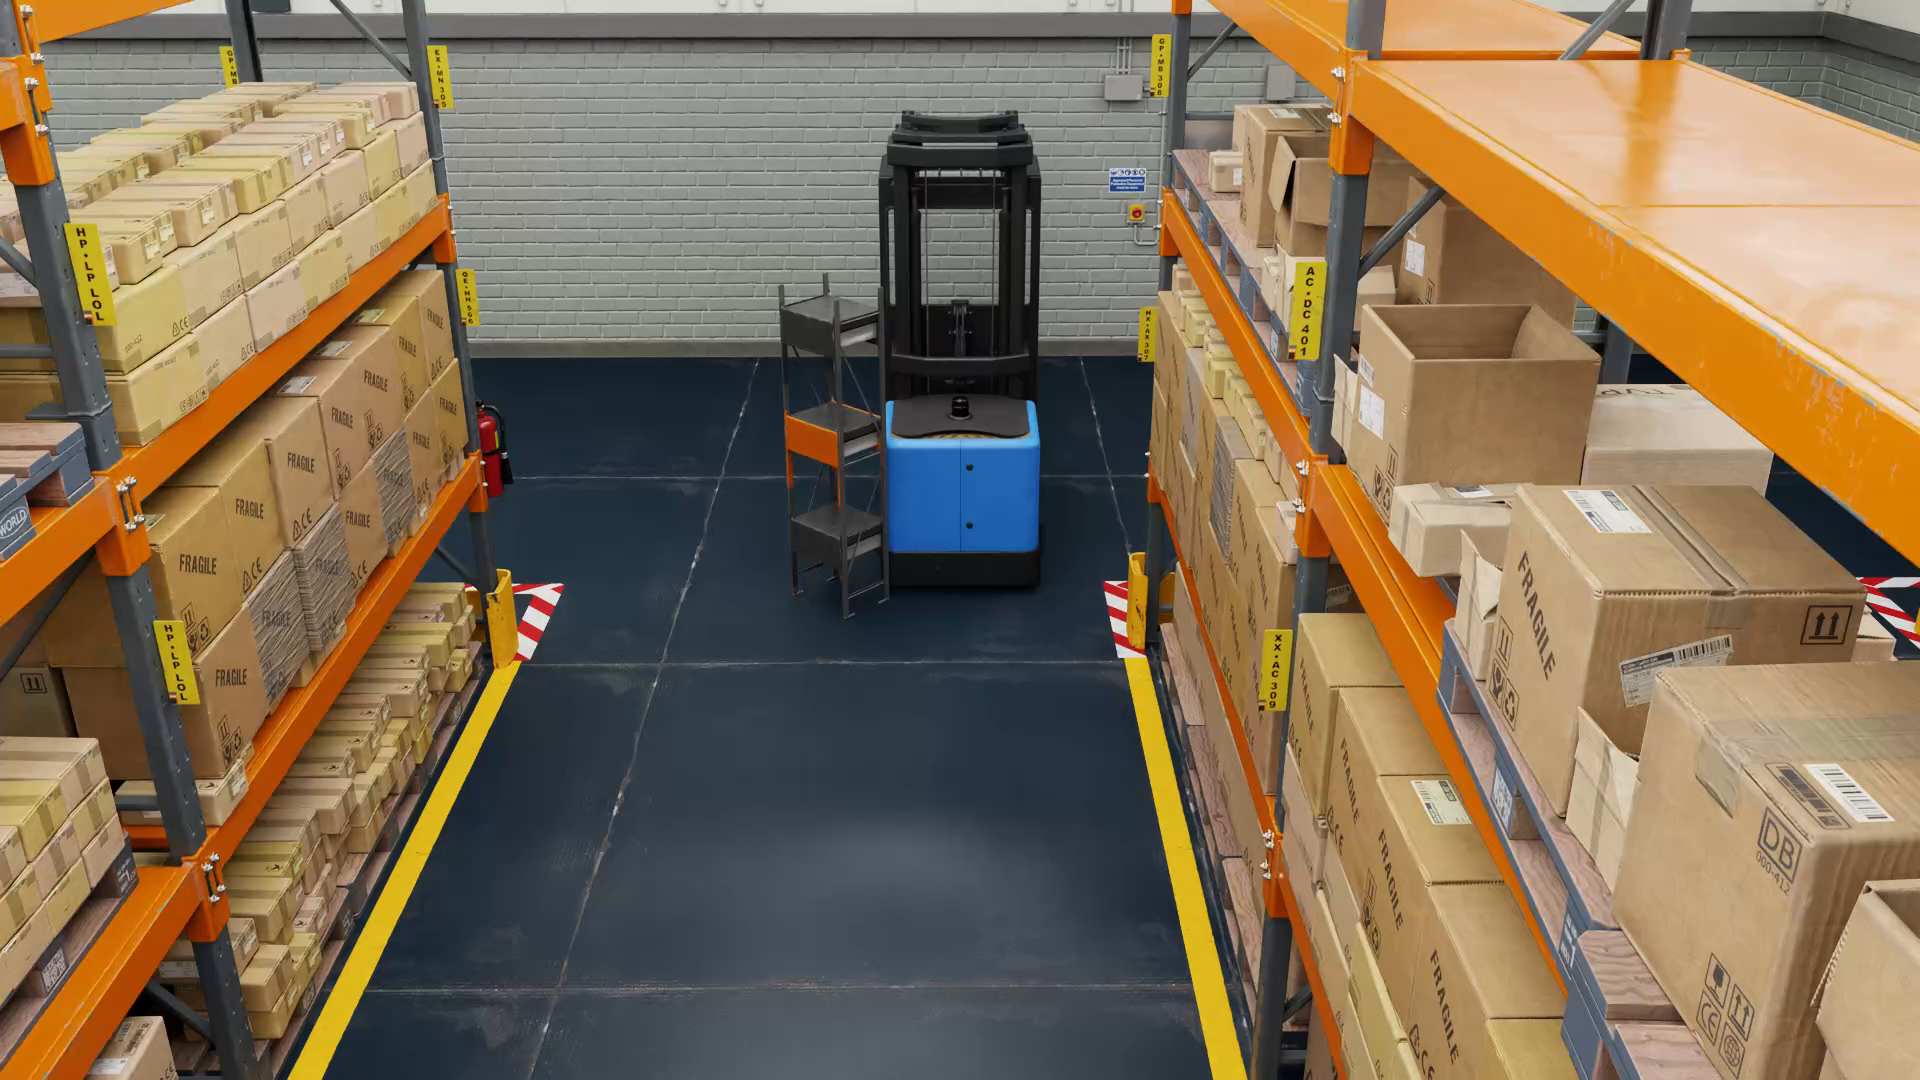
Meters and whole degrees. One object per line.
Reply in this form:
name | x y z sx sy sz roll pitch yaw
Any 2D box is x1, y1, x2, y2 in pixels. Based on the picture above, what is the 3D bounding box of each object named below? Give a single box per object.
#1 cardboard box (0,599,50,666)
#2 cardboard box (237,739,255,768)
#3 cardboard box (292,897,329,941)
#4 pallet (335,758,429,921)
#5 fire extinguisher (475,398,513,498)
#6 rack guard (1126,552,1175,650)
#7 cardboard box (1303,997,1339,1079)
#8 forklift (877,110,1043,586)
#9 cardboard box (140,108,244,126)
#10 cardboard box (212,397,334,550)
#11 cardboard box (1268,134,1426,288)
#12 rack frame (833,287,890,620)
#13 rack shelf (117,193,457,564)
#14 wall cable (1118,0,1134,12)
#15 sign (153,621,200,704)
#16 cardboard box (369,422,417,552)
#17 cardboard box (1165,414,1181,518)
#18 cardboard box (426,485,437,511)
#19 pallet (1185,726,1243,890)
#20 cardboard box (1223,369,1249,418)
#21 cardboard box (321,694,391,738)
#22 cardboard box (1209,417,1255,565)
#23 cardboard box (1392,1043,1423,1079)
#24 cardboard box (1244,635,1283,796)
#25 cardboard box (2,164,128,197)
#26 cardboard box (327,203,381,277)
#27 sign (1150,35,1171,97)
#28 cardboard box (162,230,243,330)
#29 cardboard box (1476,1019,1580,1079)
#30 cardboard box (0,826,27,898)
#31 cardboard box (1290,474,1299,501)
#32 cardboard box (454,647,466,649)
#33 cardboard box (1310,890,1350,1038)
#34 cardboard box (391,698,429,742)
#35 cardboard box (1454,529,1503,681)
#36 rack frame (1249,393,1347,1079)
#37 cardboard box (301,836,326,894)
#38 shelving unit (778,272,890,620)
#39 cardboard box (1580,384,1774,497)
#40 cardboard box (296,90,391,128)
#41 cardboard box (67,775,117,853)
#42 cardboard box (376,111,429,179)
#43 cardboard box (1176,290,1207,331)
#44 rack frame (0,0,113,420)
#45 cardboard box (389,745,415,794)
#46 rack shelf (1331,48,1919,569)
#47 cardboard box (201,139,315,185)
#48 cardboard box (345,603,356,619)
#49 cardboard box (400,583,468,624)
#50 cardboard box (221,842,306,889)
cardboard box | -3.544 0.129 6.130 0.500 0.500 0.500 -1 24 -2
cardboard box | -3.022 0.848 6.540 0.380 0.149 0.250 0 24 1
cardboard box | -3.009 1.702 7.297 0.380 0.149 0.250 0 24 -1
pallet | -3.328 1.448 8.293 1.003 0.211 1.213 0 24 -1
fire extinguisher | -2.854 -0.591 9.963 0.296 0.674 0.183 0 24 -1
rack guard | 1.636 0.375 10.315 1.175 0.500 0.348 0 24 -1
cardboard box | 1.767 1.926 5.921 0.875 0.875 0.875 0 24 1
forklift | -0.002 -1.595 11.720 1.130 2.935 3.031 0 24 0
cardboard box | -3.620 -1.946 7.865 0.380 0.149 0.250 0 24 0
cardboard box | -3.026 -0.287 7.049 0.500 0.500 0.500 0 24 0
cardboard box | 1.633 -1.312 6.615 0.797 0.503 0.637 2 24 4
rack frame | -0.603 -0.509 10.328 0.015 2.100 0.400 21 32 38
rack shelf | -3.291 -0.905 7.345 1.077 0.370 4.000 0 24 -1
wall cable | 1.292 -5.830 13.721 0.463 3.000 0.029 0 24 -1
sign | -2.714 0.426 5.762 0.100 0.325 0.005 0 24 -1
cardboard box | -3.035 -0.266 8.217 0.500 0.500 0.500 0 24 0
cardboard box | 1.388 -0.393 8.857 0.500 0.500 0.500 -1 24 -1
cardboard box | -3.043 -0.237 8.939 0.380 0.149 0.250 0 24 -1
pallet | 1.734 1.347 8.516 1.003 0.211 1.213 0 24 -1
cardboard box | 1.390 -0.657 7.440 0.380 0.149 0.250 0 24 -1
cardboard box | -3.088 0.900 8.349 0.380 0.149 0.250 -1 24 -2
cardboard box | 1.386 -0.219 7.260 0.500 0.500 0.500 0 24 0
cardboard box | 1.423 1.548 4.262 0.500 0.250 0.500 -1 24 -2
cardboard box | 1.419 0.658 6.533 0.500 0.500 0.500 0 24 0
cardboard box | -3.586 -1.411 6.680 0.380 0.149 0.250 0 24 -1
cardboard box | -3.038 -1.388 7.721 0.500 0.250 0.500 1 24 2
sign | 1.081 -2.555 8.963 0.100 0.325 0.005 0 24 -1
cardboard box | -3.035 -0.973 6.197 0.500 0.250 0.500 0 24 -1
cardboard box | 1.444 1.413 3.651 0.500 0.500 0.500 0 24 -1
cardboard box | -3.065 0.992 4.991 0.380 0.149 0.250 -1 24 -2
cardboard box | 1.464 -0.137 6.292 0.380 0.149 0.250 0 24 1
cardboard box | -3.098 0.633 9.660 0.380 0.149 0.250 0 24 0
cardboard box | 1.428 1.358 5.289 0.500 0.250 0.500 -1 24 -2
cardboard box | -2.995 0.925 8.653 0.380 0.149 0.250 0 24 0
cardboard box | 1.350 0.152 3.788 0.396 0.266 0.258 2 24 4
rack frame | 1.680 0.894 6.134 1.000 3.000 0.127 0 24 -1
cardboard box | -3.084 1.464 7.463 0.380 0.149 0.250 -1 24 -3
shelving unit | -0.782 -0.578 10.479 0.503 2.100 0.431 21 32 38
cardboard box | 1.899 -0.261 4.646 0.500 0.311 0.500 0 24 -1
cardboard box | -3.089 -2.161 8.339 0.380 0.149 0.250 0 24 0
cardboard box | -3.067 0.908 5.536 0.380 0.149 0.250 0 24 1
cardboard box | -3.053 -2.028 8.529 0.500 0.250 0.500 -1 24 -2
cardboard box | 1.325 -1.188 8.615 0.380 0.149 0.250 0 24 1
rack frame | -3.269 -1.776 4.756 1.000 3.000 0.127 0 24 -1
cardboard box | -3.013 1.167 8.479 0.380 0.149 0.250 0 24 0
rack shelf | 1.702 -0.505 3.306 1.077 0.370 4.000 0 24 -1
cardboard box | -3.020 -1.628 7.162 0.380 0.149 0.250 -1 24 -2
cardboard box | -3.057 0.301 7.749 0.380 0.149 0.250 1 24 1
cardboard box | -3.053 0.363 9.535 0.380 0.149 0.250 0 24 0
cardboard box | -3.061 1.434 7.168 0.380 0.149 0.250 -1 24 -1
